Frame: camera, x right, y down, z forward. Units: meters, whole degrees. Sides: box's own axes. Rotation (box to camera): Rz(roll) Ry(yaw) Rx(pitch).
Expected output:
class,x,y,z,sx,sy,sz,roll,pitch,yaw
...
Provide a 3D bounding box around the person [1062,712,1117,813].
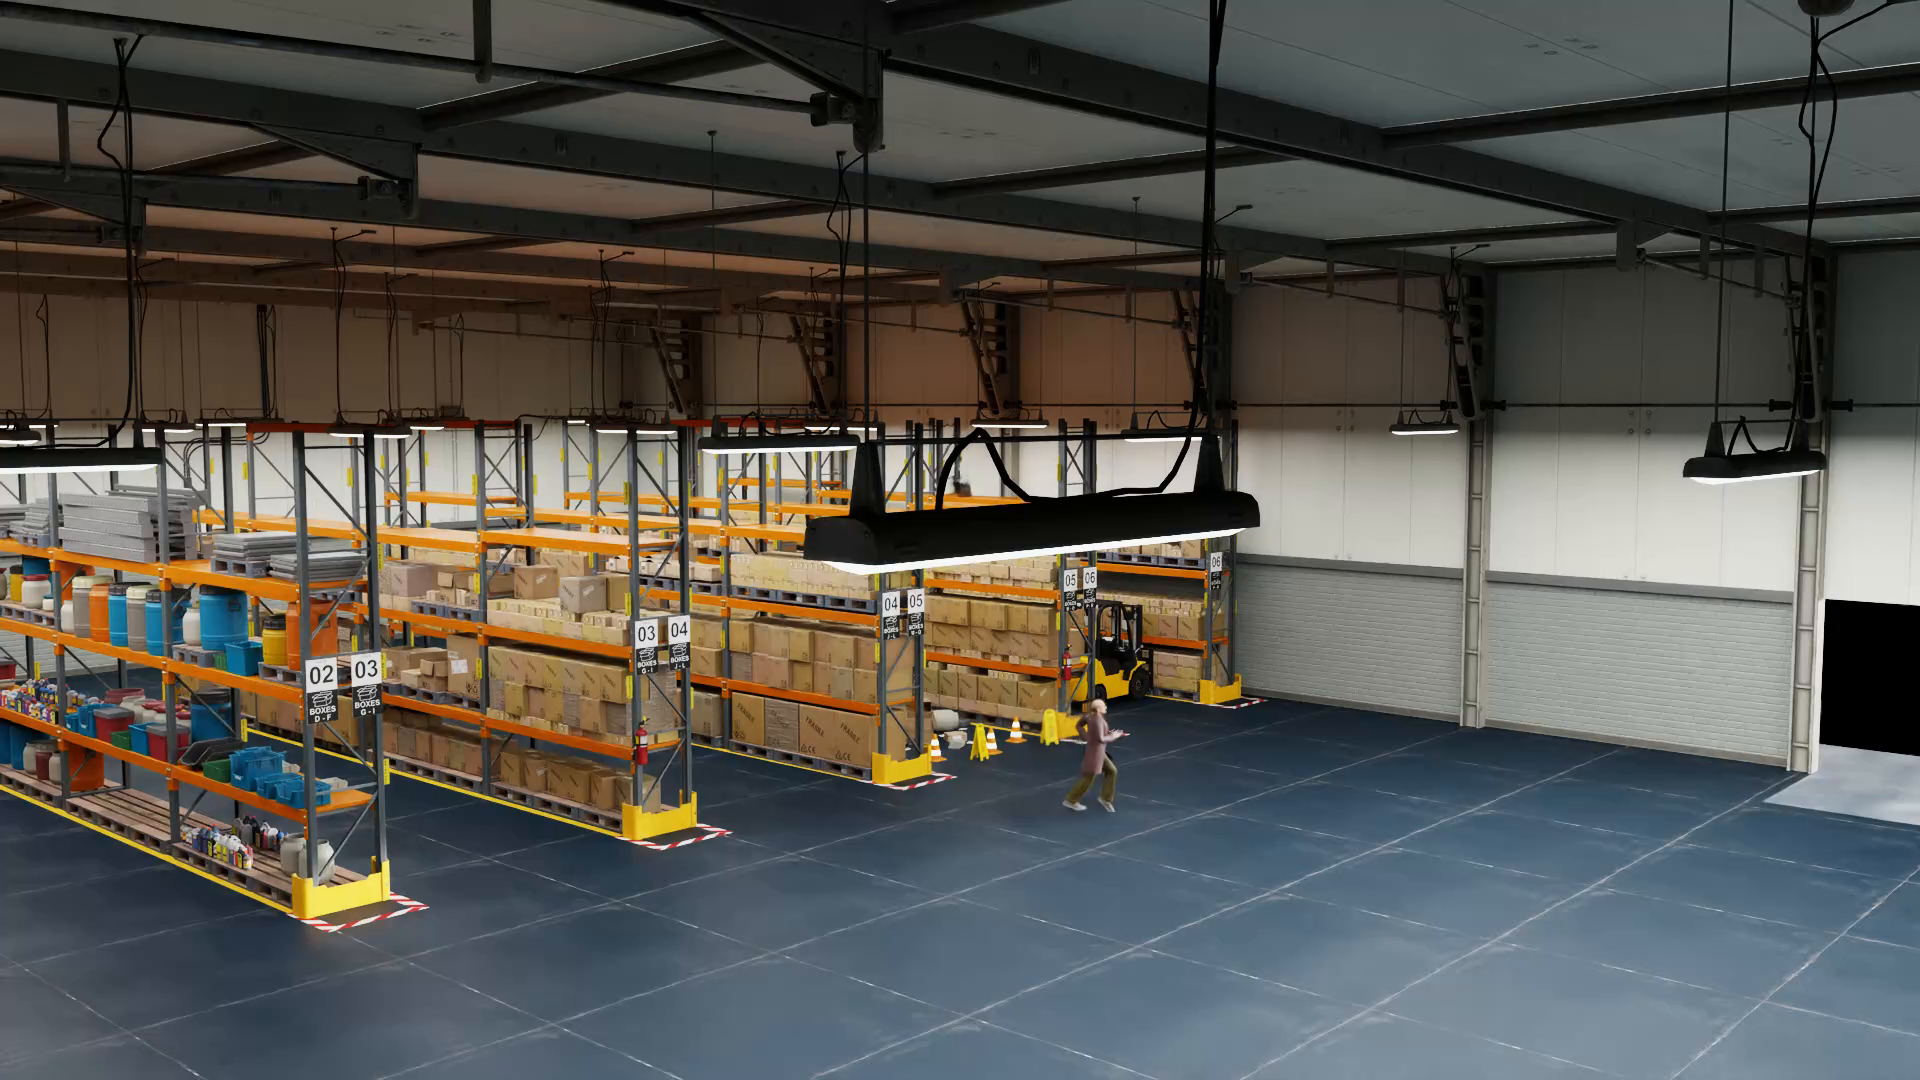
class,x,y,z,sx,sy,sz,roll,pitch,yaw
person,2.007,3.468,25.635,0.855,1.636,0.681,0,5,1
